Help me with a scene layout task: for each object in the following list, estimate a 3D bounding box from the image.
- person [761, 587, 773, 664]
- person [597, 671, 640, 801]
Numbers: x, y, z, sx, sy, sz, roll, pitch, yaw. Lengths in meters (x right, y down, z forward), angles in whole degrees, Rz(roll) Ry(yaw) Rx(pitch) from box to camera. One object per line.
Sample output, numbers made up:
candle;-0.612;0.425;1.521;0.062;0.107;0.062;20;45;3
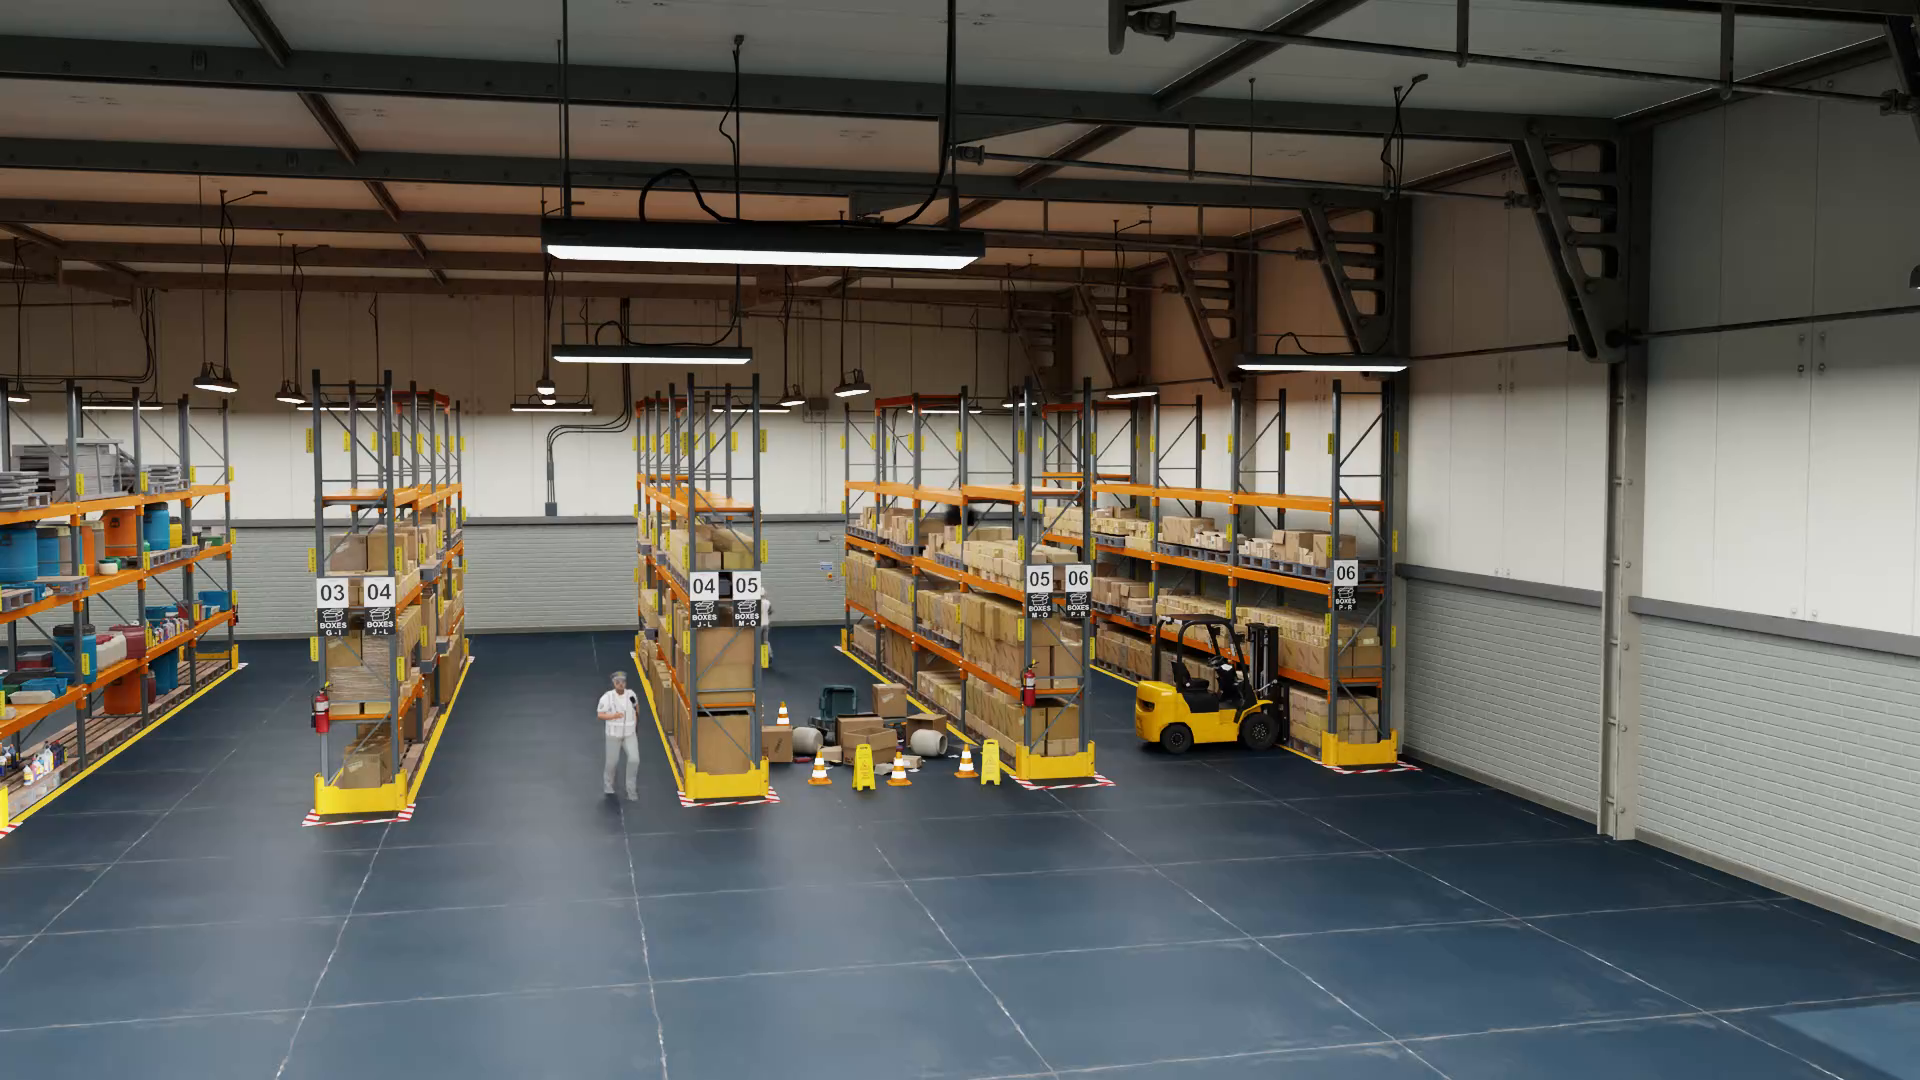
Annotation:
person;-4.498;1.931;37.412;0.689;1.763;0.939;-2;4;-35
person;-4.796;2.775;23.451;0.643;1.876;0.742;-2;4;-25
